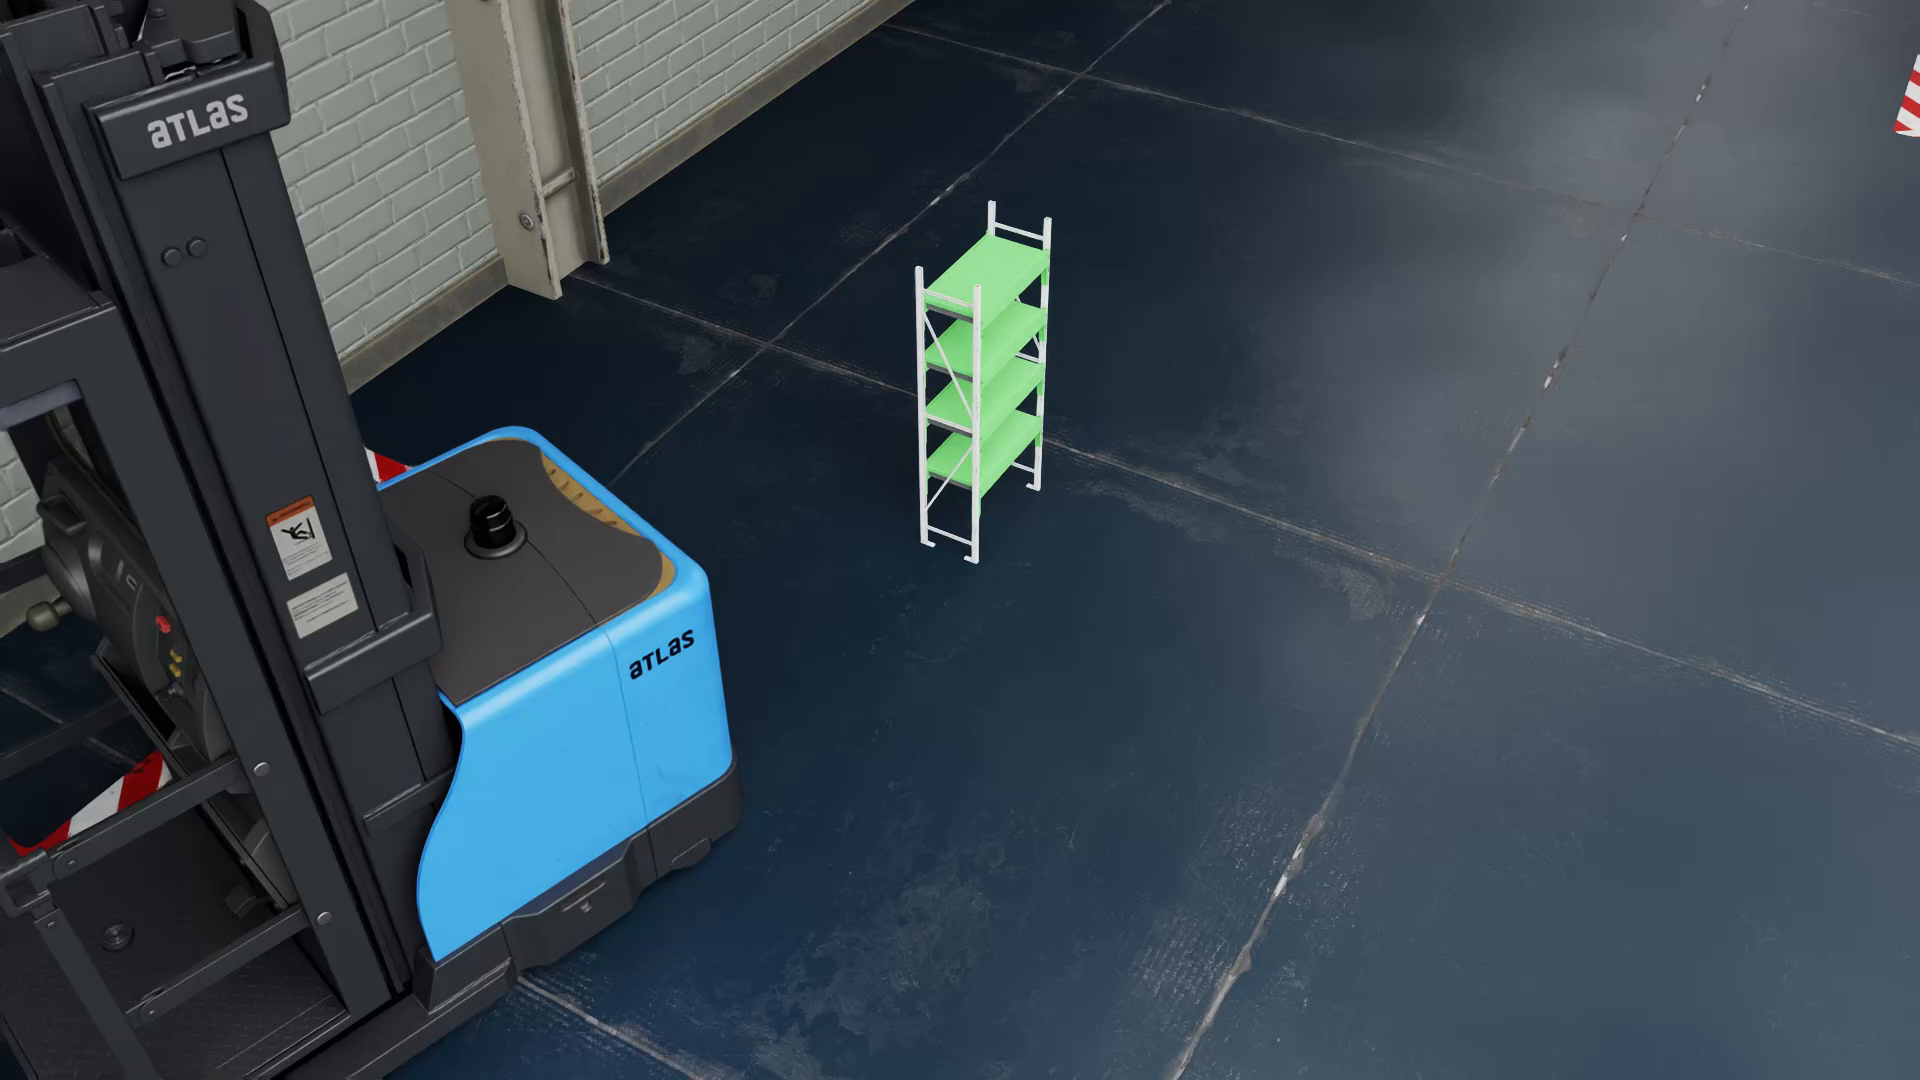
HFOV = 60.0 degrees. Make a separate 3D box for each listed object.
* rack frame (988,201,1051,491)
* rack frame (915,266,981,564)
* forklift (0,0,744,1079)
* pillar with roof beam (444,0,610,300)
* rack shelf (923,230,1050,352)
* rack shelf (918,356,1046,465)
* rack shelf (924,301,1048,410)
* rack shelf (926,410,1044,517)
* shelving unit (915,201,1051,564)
[{"bbox_3d":[0.205,-0.685,6.120,0.240,1.200,0.015,21,45,22],"label":"rack frame"},{"bbox_3d":[-0.039,-0.405,5.802,0.240,1.200,0.015,21,45,22],"label":"rack frame"},{"bbox_3d":[-2.094,0.231,3.769,3.031,2.935,1.130,-32,50,-31],"label":"forklift"},{"bbox_3d":[1.872,-3.196,3.070,9.100,9.000,0.400,21,45,22],"label":"pillar with roof beam"},{"bbox_3d":[0.083,-0.857,5.686,0.258,0.148,0.480,21,45,22],"label":"rack shelf"},{"bbox_3d":[0.083,-0.497,6.003,0.258,0.148,0.480,21,45,22],"label":"rack shelf"},{"bbox_3d":[0.083,-0.677,5.845,0.258,0.148,0.480,21,45,22],"label":"rack shelf"},{"bbox_3d":[0.083,-0.317,6.162,0.258,0.148,0.480,21,45,22],"label":"rack shelf"},{"bbox_3d":[0.083,-0.545,5.961,0.258,1.200,0.503,21,45,22],"label":"shelving unit"}]
